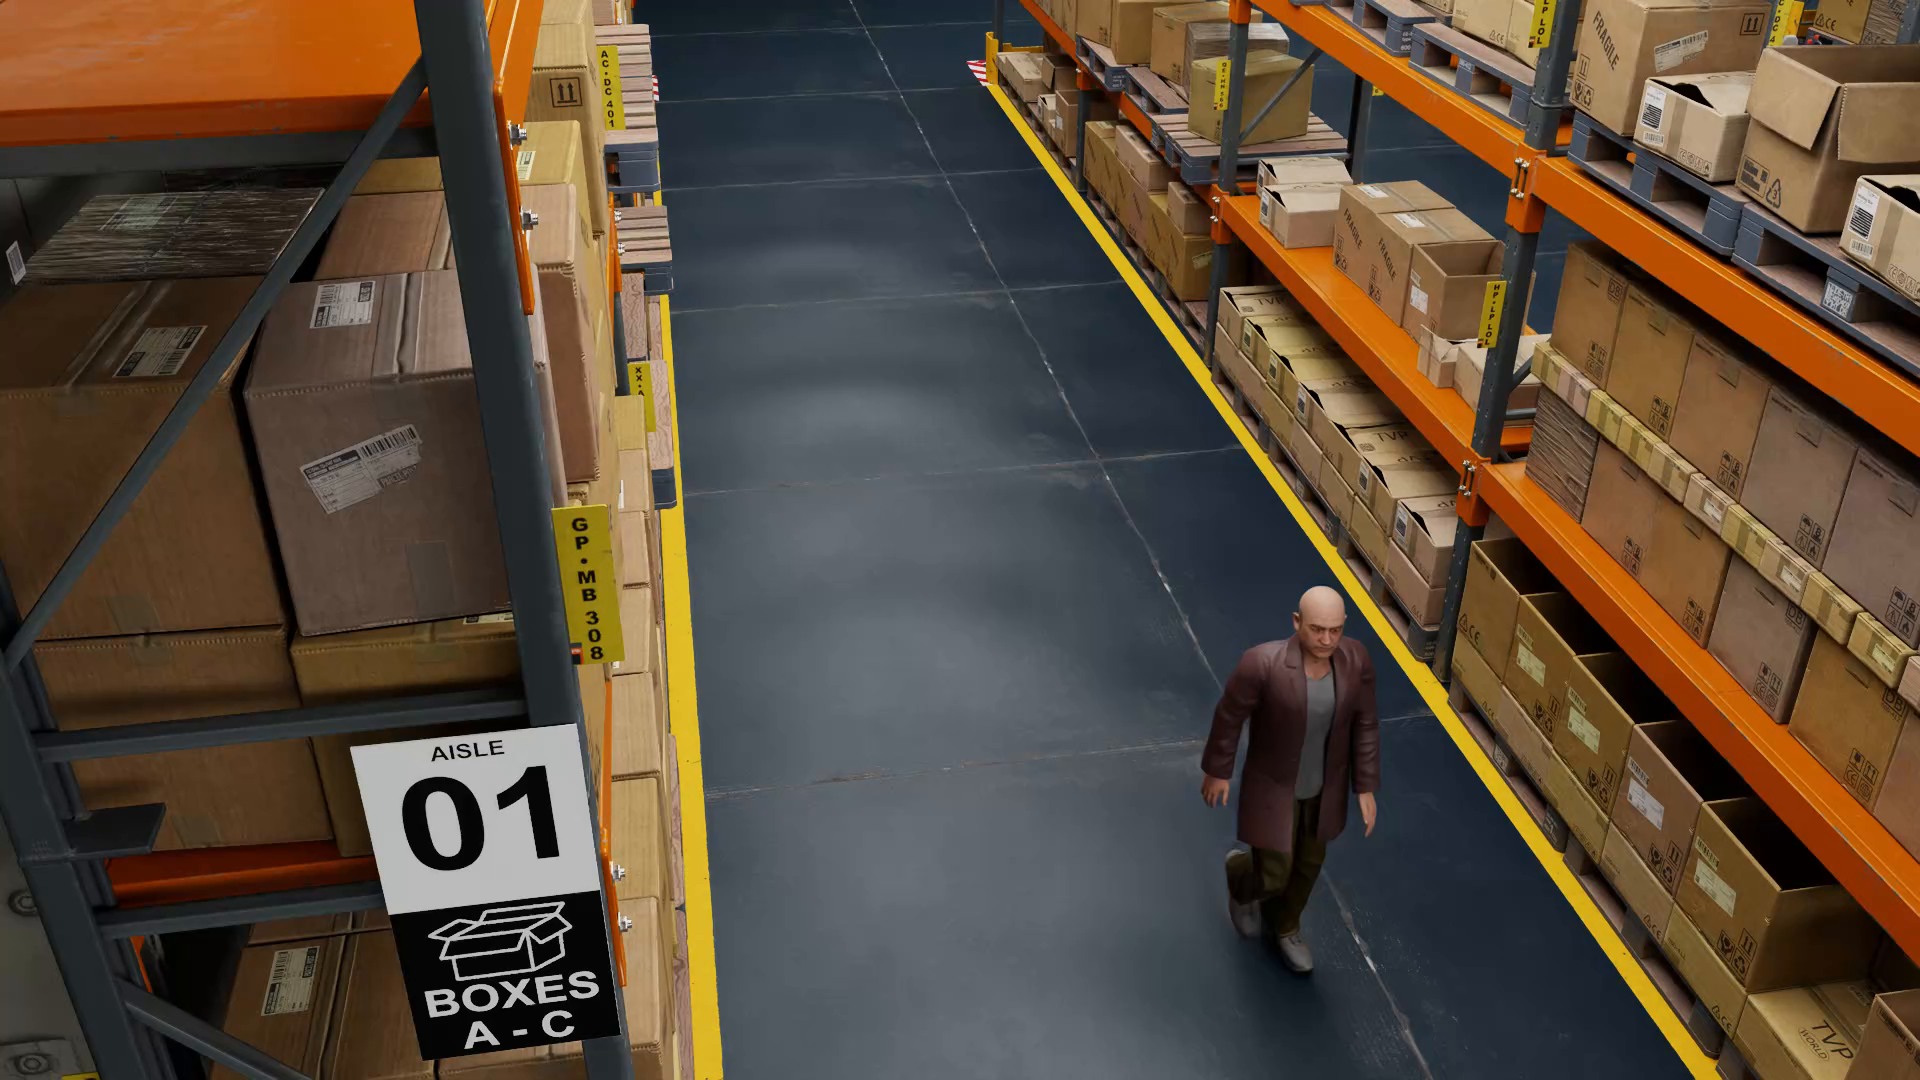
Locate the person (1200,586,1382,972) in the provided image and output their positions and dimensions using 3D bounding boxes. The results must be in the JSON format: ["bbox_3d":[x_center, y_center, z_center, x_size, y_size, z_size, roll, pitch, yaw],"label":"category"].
[{"bbox_3d":[1.281,0.940,6.521,0.651,1.778,0.560,-7,31,-12],"label":"person"}]
